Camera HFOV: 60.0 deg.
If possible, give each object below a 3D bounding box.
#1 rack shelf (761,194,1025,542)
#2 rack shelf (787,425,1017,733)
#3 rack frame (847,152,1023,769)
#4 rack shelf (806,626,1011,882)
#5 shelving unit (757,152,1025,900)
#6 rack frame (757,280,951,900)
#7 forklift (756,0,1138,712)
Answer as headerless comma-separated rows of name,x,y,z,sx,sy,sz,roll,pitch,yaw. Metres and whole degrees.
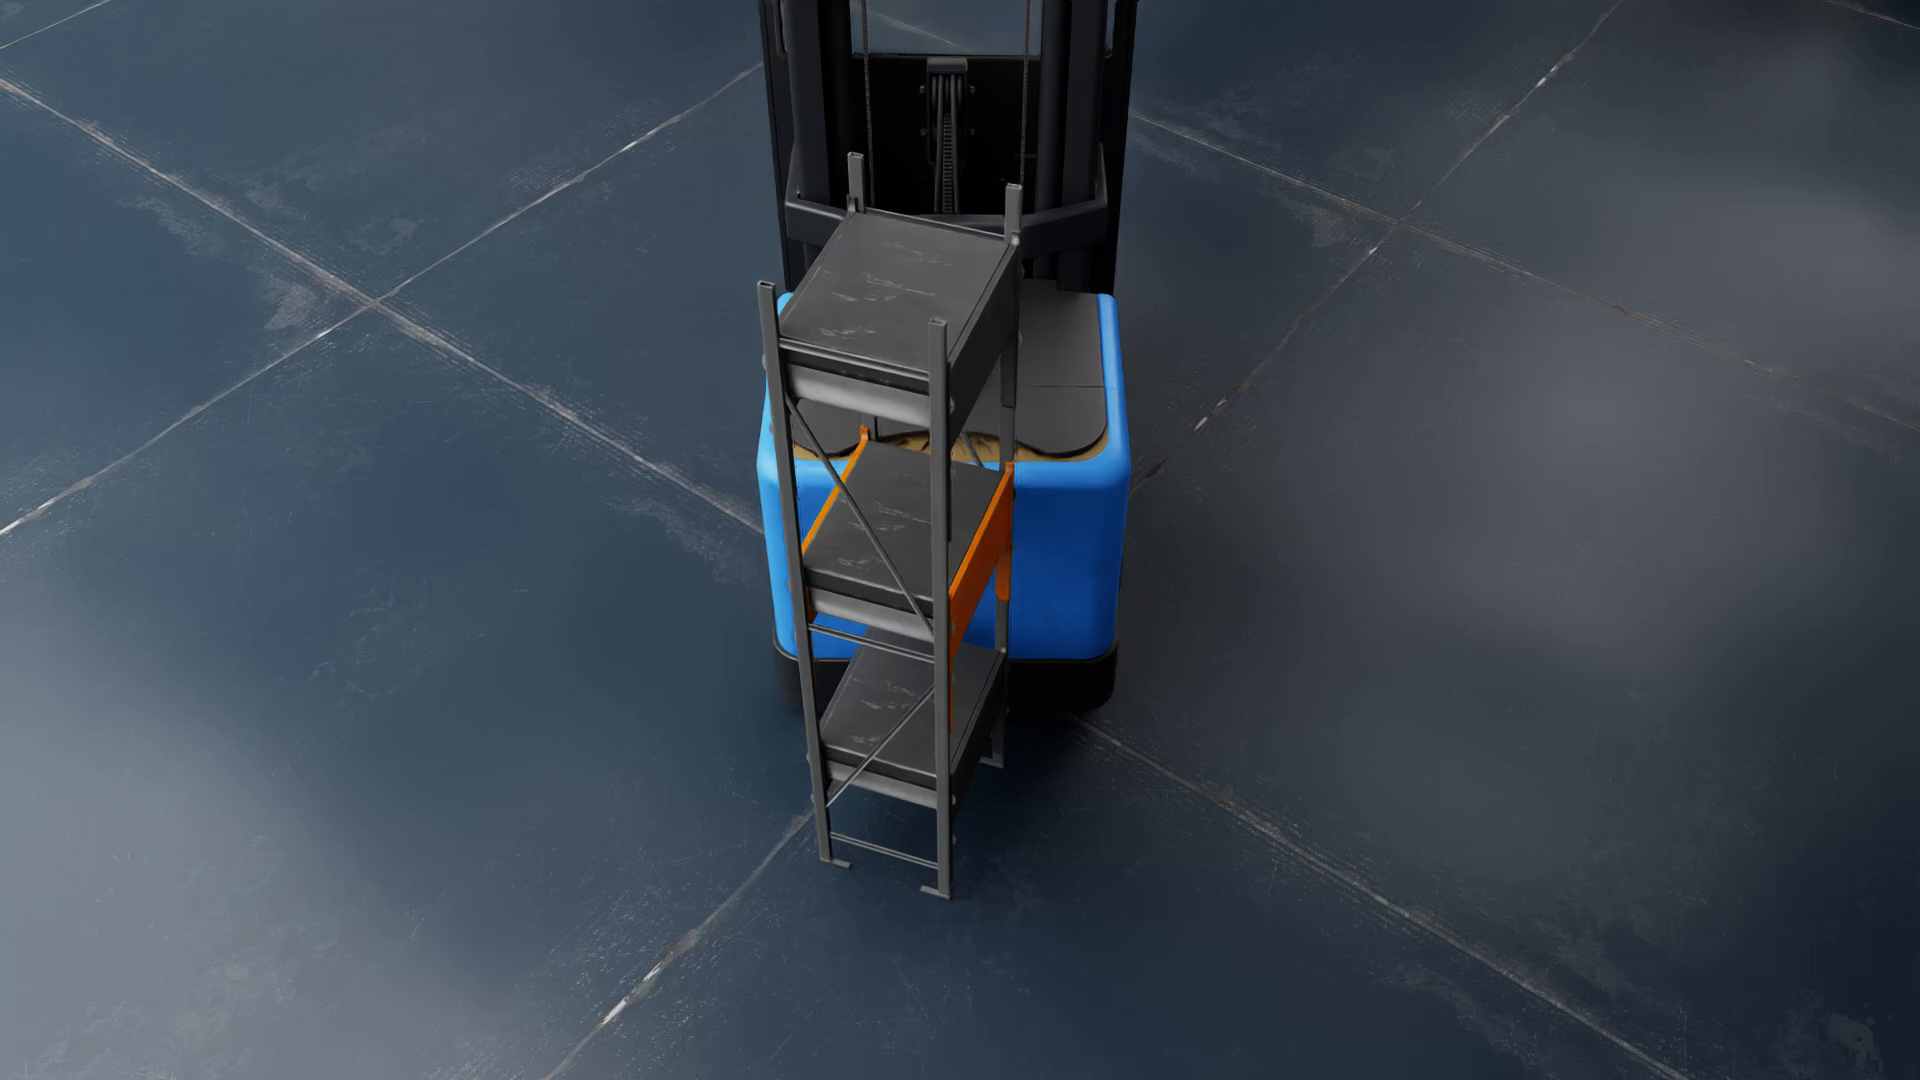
rack shelf,-0.137,-0.386,3.717,0.431,0.518,0.480,14,48,13
rack shelf,-0.136,0.097,4.223,0.431,0.518,0.480,14,48,13
rack frame,-0.056,-0.079,4.373,0.400,2.100,0.015,14,48,13
rack shelf,-0.136,0.581,4.730,0.431,0.518,0.480,14,48,13
shelving unit,-0.136,0.088,4.214,0.431,2.100,0.503,14,48,13
rack frame,-0.217,0.255,4.055,0.400,2.100,0.015,14,48,13
forklift,-0.034,-1.528,5.182,1.130,2.935,3.031,0,46,0
